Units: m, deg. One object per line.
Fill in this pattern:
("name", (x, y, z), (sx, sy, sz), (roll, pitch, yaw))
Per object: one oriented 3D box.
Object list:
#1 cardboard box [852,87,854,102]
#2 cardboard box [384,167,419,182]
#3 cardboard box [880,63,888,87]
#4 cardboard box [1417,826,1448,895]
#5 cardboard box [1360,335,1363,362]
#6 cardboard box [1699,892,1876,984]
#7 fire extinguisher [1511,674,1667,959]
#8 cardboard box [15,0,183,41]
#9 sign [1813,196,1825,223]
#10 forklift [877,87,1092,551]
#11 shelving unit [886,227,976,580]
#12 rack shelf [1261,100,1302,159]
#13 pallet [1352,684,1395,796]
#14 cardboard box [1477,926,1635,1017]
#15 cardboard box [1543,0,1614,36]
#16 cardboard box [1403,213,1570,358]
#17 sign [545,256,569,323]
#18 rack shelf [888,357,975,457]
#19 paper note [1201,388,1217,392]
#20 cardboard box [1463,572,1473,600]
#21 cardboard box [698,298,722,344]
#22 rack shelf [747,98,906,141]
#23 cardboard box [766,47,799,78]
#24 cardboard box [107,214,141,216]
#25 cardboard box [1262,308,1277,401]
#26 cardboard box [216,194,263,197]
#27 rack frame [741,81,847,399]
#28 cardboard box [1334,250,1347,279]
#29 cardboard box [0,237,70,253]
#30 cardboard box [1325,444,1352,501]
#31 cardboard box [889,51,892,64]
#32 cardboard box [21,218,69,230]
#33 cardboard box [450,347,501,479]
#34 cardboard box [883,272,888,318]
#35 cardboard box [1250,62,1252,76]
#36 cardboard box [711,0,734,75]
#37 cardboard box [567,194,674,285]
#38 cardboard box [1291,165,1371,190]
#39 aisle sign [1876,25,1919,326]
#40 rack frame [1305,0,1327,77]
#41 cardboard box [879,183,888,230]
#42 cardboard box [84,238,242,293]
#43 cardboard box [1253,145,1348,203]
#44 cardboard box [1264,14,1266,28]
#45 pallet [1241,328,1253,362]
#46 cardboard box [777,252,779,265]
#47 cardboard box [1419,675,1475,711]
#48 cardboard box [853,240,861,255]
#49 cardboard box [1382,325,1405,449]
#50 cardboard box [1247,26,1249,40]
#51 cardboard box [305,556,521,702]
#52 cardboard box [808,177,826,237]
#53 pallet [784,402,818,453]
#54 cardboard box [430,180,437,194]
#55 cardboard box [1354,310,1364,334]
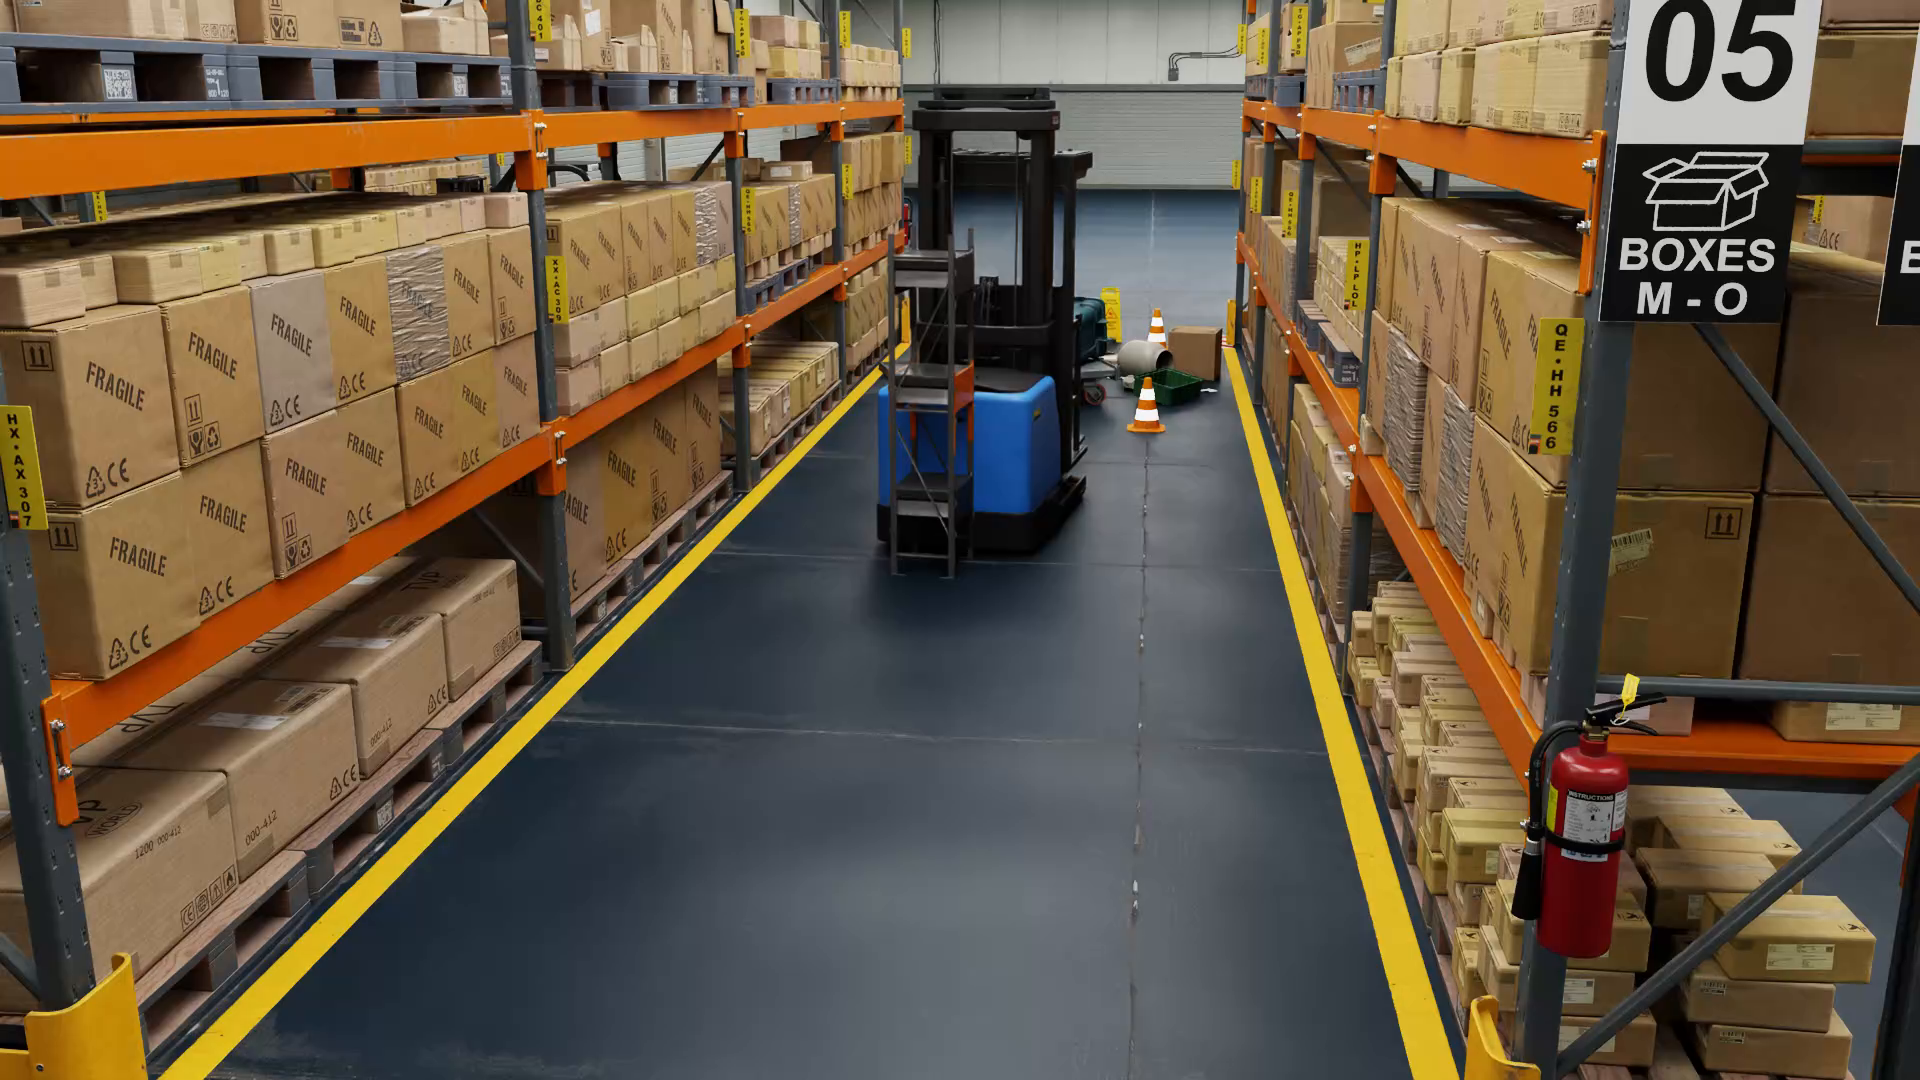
("cardboard box", (-1.269, -4.457, 16.634), (0.380, 0.149, 0.250), (2, 15, 8))
("cardboard box", (-6.144, -3.985, 18.149), (0.380, 0.149, 0.250), (2, 15, 6))
("cardboard box", (-1.070, -5.010, 17.915), (0.500, 0.250, 0.500), (2, 15, 8))
("cardboard box", (1.834, 1.135, 5.874), (0.380, 0.149, 0.250), (1, 15, 4))
("cardboard box", (2.315, -0.987, 8.743), (0.380, 0.149, 0.250), (2, 15, 6))
("cardboard box", (2.353, 1.133, 4.743), (0.380, 0.149, 0.250), (1, 15, 4))
("fire extinguisher", (1.469, 0.642, 3.905), (0.296, 0.674, 0.183), (2, 15, 6))
("cardboard box", (-2.622, -1.600, 5.072), (0.380, 0.149, 0.250), (2, 15, 8))
("sign", (7.687, -2.999, 14.849), (0.100, 0.325, 0.005), (2, 15, 6))
("forklift", (0.310, -1.688, 11.790), (1.130, 2.935, 3.031), (4, 16, 14))
("shelving unit", (-0.171, -0.841, 10.250), (0.431, 2.100, 0.503), (4, 16, 14))
("rack shelf", (3.085, -3.322, 13.332), (1.077, 0.370, 4.000), (2, 15, 6))
("pallet", (2.367, 0.856, 7.590), (1.003, 0.211, 1.213), (2, 15, 6))
("cardboard box", (1.732, 1.257, 4.854), (0.380, 0.149, 0.250), (1, 15, 5))
("cardboard box", (1.756, -1.371, 4.070), (0.500, 0.250, 0.500), (1, 15, 5))
("cardboard box", (1.984, -0.965, 6.307), (0.500, 0.500, 0.500), (2, 15, 7))
("sign", (-1.970, -1.225, 8.134), (0.100, 0.325, 0.005), (2, 15, 6))
("rack shelf", (-0.171, -0.828, 10.253), (0.431, 0.518, 0.480), (4, 16, 14))
("paper note", (2.487, -1.508, 16.679), (0.147, 0.020, 0.142), (-10, 18, -32))
("cardboard box", (1.856, 0.138, 5.388), (0.380, 0.149, 0.250), (1, 15, 4))
("cardboard box", (-1.912, -1.478, 11.168), (0.500, 0.250, 0.500), (2, 15, 7))
("rack shelf", (-1.394, -4.479, 17.611), (1.077, 0.370, 4.000), (2, 15, 6))
("cardboard box", (-1.662, -4.019, 14.013), (0.500, 0.250, 0.500), (2, 15, 7))
("cardboard box", (-6.642, -2.539, 13.372), (0.380, 0.149, 0.250), (2, 15, 8))
("cardboard box", (3.330, -1.693, 15.181), (1.050, 0.750, 0.750), (2, 15, 6))
("cardboard box", (-6.887, -3.213, 15.864), (0.380, 0.149, 0.250), (1, 15, 4))
("rack frame", (-1.619, -2.859, 15.990), (1.000, 3.000, 0.127), (2, 15, 6))
("cardboard box", (2.496, -1.685, 10.183), (0.380, 0.149, 0.250), (2, 15, 9))
("cardboard box", (-3.112, -0.890, 5.358), (0.380, 0.149, 0.250), (2, 15, 8))
("cardboard box", (2.312, -0.356, 9.282), (0.500, 0.250, 0.500), (2, 15, 9))
("cardboard box", (-0.980, -5.446, 18.764), (0.380, 0.149, 0.250), (2, 15, 7))
("cardboard box", (-7.168, -2.419, 12.927), (0.380, 0.149, 0.250), (2, 15, 8))
("cardboard box", (-2.373, -0.571, 7.337), (0.500, 0.500, 0.500), (1, 15, 5))
("cardboard box", (-1.055, -2.783, 18.735), (0.500, 0.500, 0.500), (2, 15, 8))
("cardboard box", (3.291, -5.014, 17.695), (0.380, 0.149, 0.250), (2, 15, 6))
("cardboard box", (-1.963, -3.420, 11.315), (0.797, 0.503, 0.637), (1, 15, 3))
("cardboard box", (-2.046, -1.818, 10.032), (0.500, 0.500, 0.500), (1, 15, 5))
("cardboard box", (3.147, -2.877, 13.949), (0.700, 0.500, 0.500), (2, 15, 7))
("aisle sign", (2.246, -0.855, 3.596), (0.394, 0.787, 0.004), (2, 15, 6))
("rack frame", (2.859, -4.598, 10.928), (1.000, 3.000, 0.127), (2, 15, 6))
("cardboard box", (-1.077, -3.680, 18.265), (0.500, 0.500, 0.500), (2, 15, 6))
("cardboard box", (-2.544, -0.878, 5.313), (0.380, 0.149, 0.250), (1, 15, 4))
("cardboard box", (3.333, -3.574, 16.278), (0.875, 0.550, 0.550), (2, 15, 6))
("cardboard box", (3.064, -4.872, 15.645), (0.380, 0.149, 0.250), (2, 15, 6))
("pallet", (3.749, -2.221, 18.973), (1.003, 0.211, 1.213), (2, 15, 6))
("cardboard box", (-1.713, -2.334, 13.724), (0.380, 0.149, 0.250), (2, 15, 8))
("cardboard box", (2.028, 0.646, 6.542), (0.380, 0.149, 0.250), (1, 15, 4))
("cardboard box", (-1.226, -3.010, 17.030), (0.380, 0.149, 0.250), (2, 15, 8))
("cardboard box", (2.053, -0.607, 6.900), (0.500, 0.500, 0.500), (2, 15, 6))
("cardboard box", (3.408, -5.663, 18.568), (0.380, 0.149, 0.250), (2, 15, 7))
("cardboard box", (-2.700, 0.409, 8.006), (0.875, 0.438, 0.875), (1, 15, 5))
("cardboard box", (-1.498, -2.999, 14.940), (0.500, 0.500, 0.500), (2, 15, 7))
("pallet", (-1.841, -0.994, 14.434), (1.003, 0.211, 1.213), (2, 15, 6))
("cardboard box", (-5.982, -3.972, 18.670), (0.380, 0.149, 0.250), (2, 15, 7))
("cardboard box", (2.342, -1.203, 8.970), (0.380, 0.149, 0.250), (1, 15, 4))
